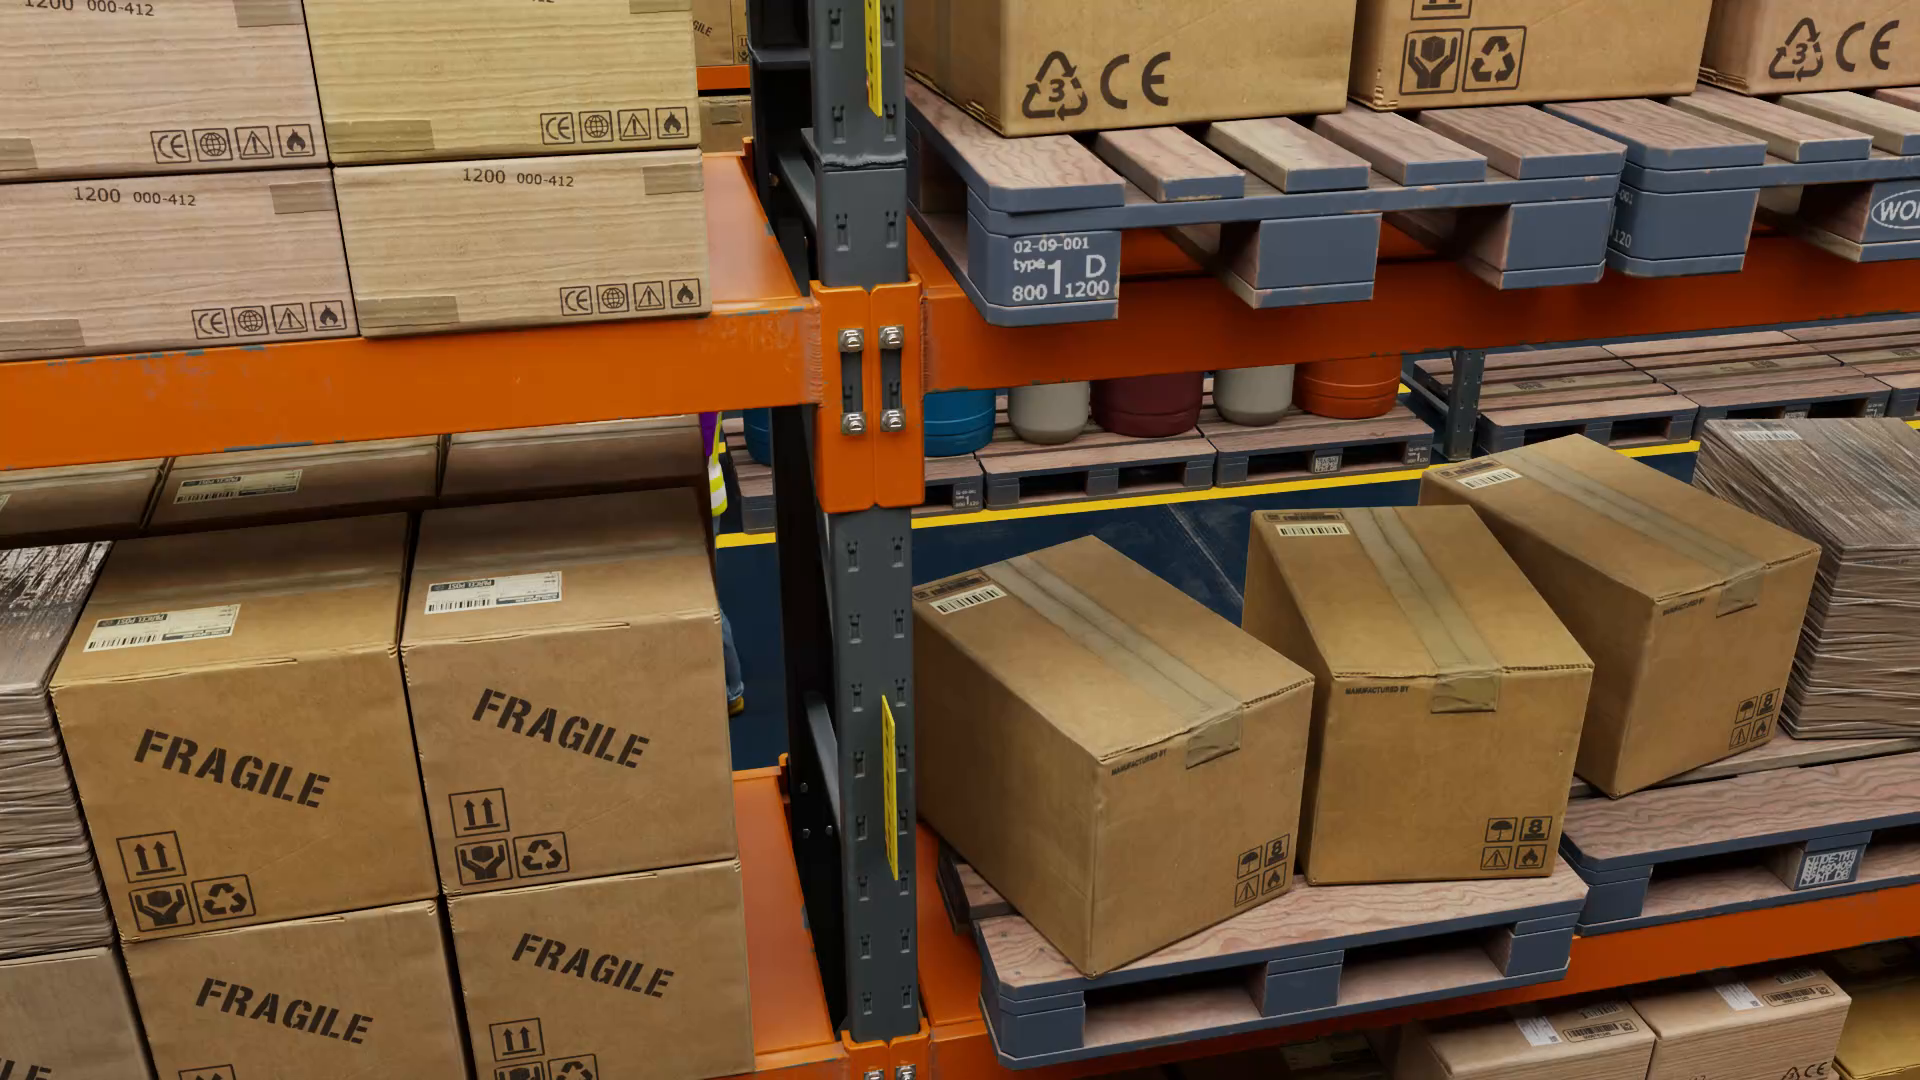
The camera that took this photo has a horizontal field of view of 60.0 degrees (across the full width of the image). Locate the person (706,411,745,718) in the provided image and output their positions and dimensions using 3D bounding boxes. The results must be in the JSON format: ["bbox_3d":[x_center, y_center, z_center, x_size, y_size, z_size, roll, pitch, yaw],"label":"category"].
[{"bbox_3d":[-6.759,-7.990,14.004,7.372,9.031,23.125,-5,27,-10],"label":"person"}]
